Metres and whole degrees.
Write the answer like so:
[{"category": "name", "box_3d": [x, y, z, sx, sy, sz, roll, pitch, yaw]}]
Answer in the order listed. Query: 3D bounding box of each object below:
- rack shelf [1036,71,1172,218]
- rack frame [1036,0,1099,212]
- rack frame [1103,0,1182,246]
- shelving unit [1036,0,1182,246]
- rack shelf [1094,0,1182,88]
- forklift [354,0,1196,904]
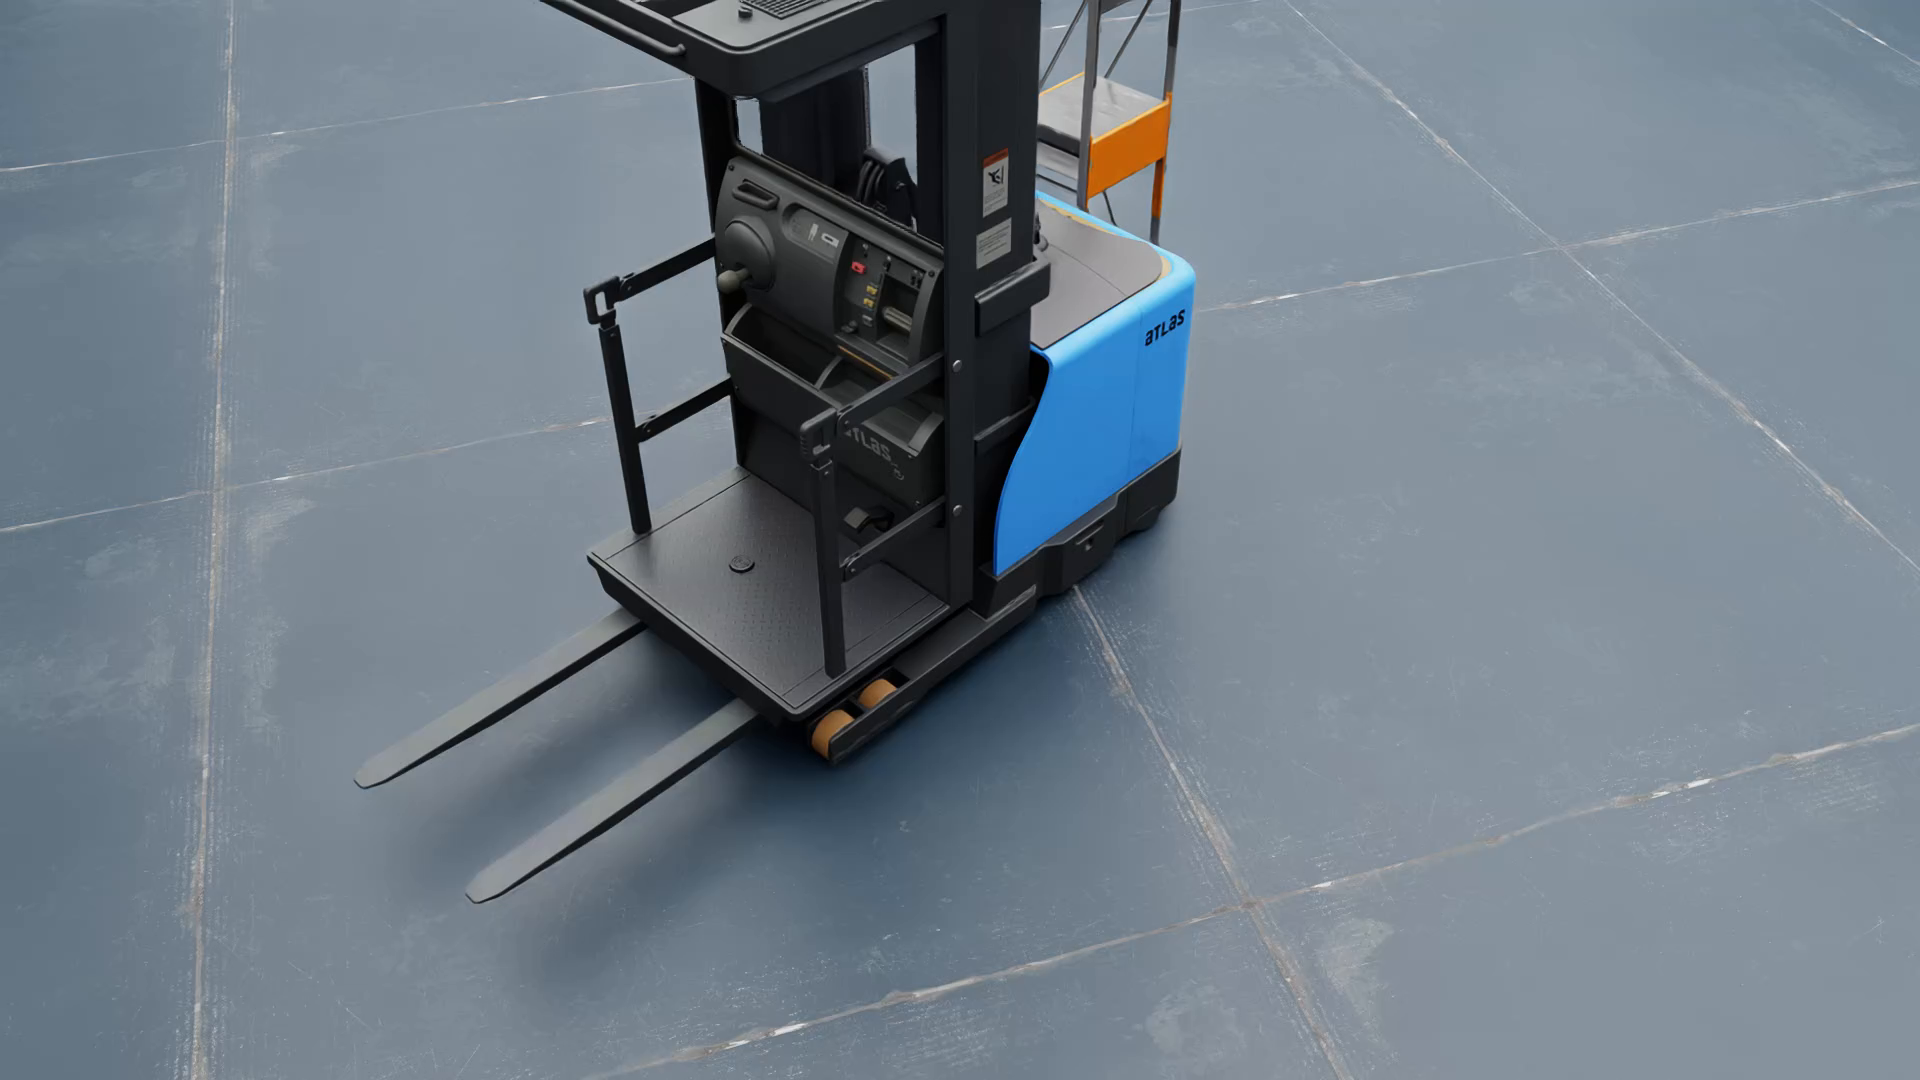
[{"category": "rack shelf", "box_3d": [0.474, -1.440, 6.315, 0.431, 0.518, 0.480, 31, 49, 31]}, {"category": "rack frame", "box_3d": [0.310, -1.336, 6.168, 0.400, 2.100, 0.015, 31, 49, 31]}, {"category": "rack frame", "box_3d": [0.638, -1.566, 6.445, 0.400, 2.100, 0.015, 31, 49, 31]}, {"category": "shelving unit", "box_3d": [0.474, -1.451, 6.306, 0.431, 2.100, 0.503, 31, 49, 31]}, {"category": "rack shelf", "box_3d": [0.481, -1.975, 5.863, 0.431, 0.518, 0.480, 31, 49, 31]}, {"category": "forklift", "box_3d": [-0.560, -0.768, 4.901, 1.130, 2.935, 3.031, 33, 51, 32]}]
